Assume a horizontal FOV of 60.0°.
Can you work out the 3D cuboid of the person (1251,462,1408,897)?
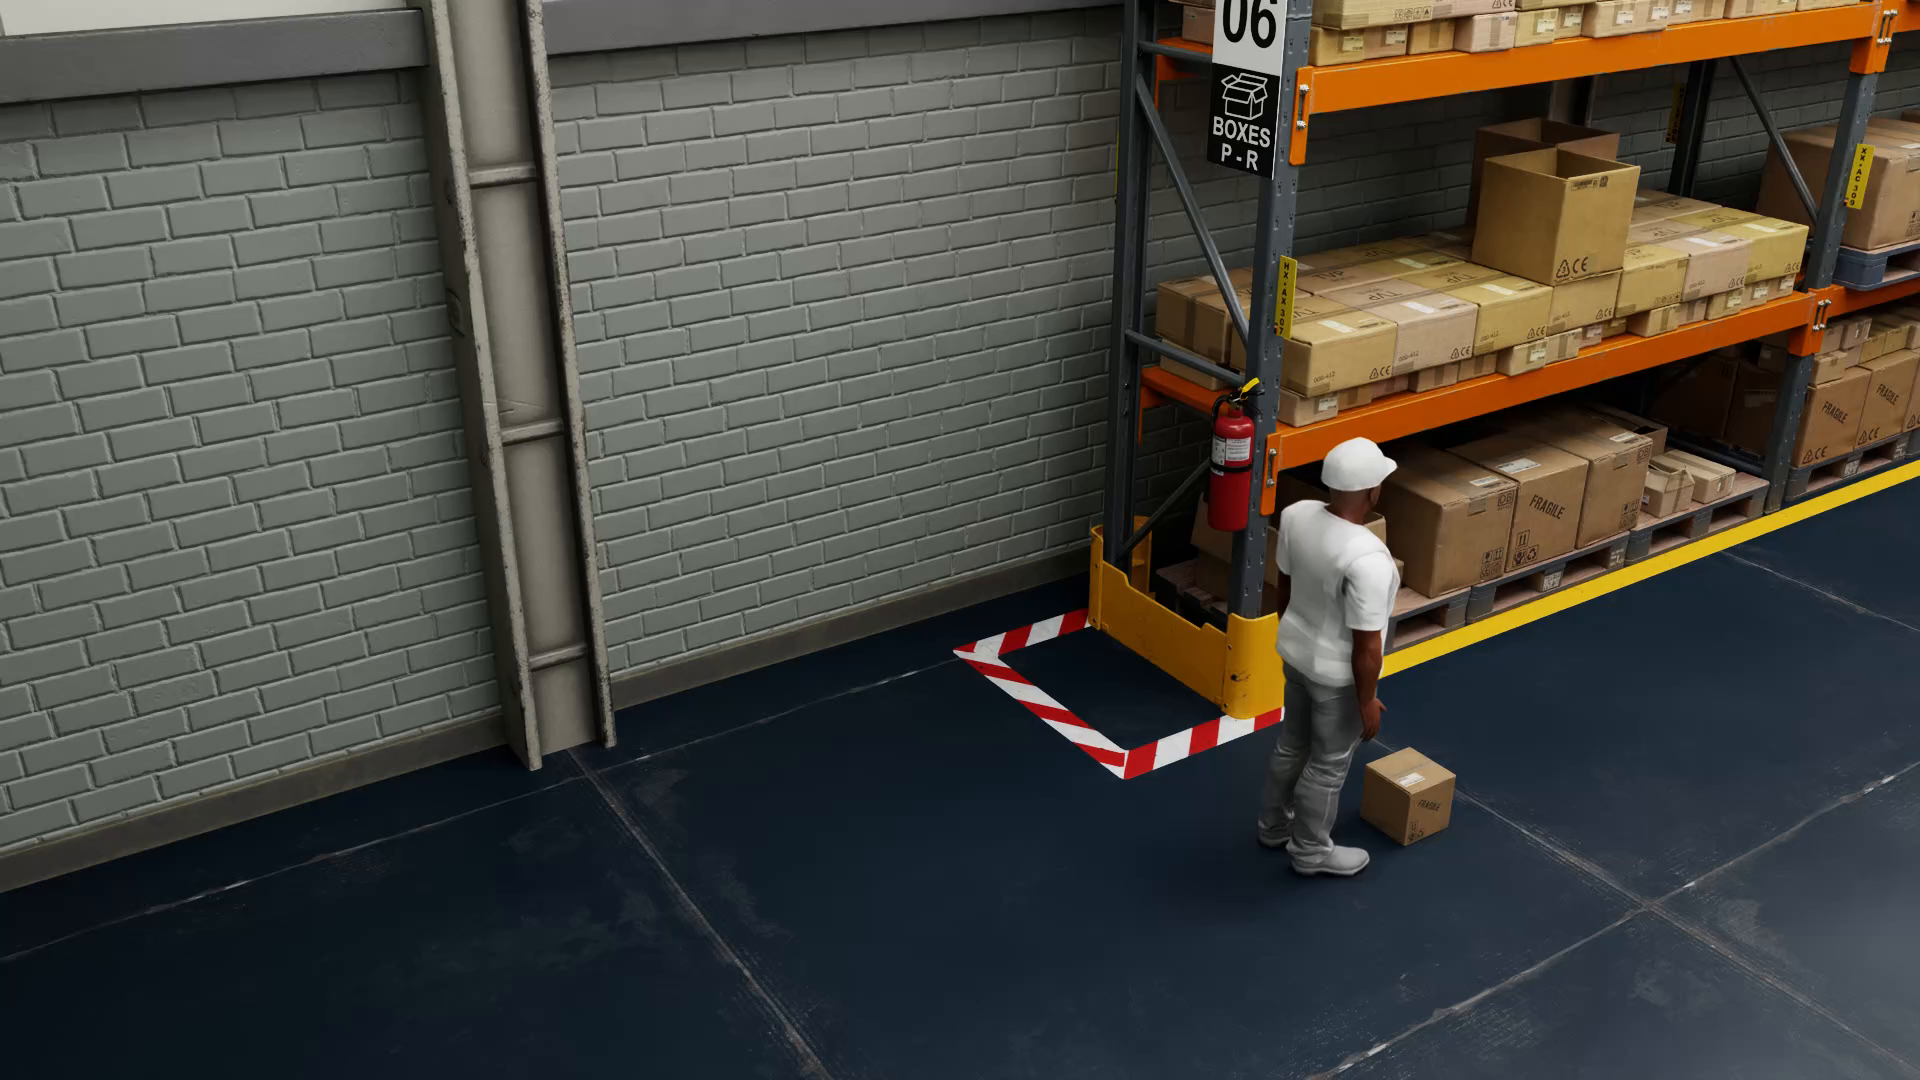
[{"bbox_3d":[1.356,0.504,6.157,0.577,1.633,0.613,-14,29,-28],"label":"person"}]
